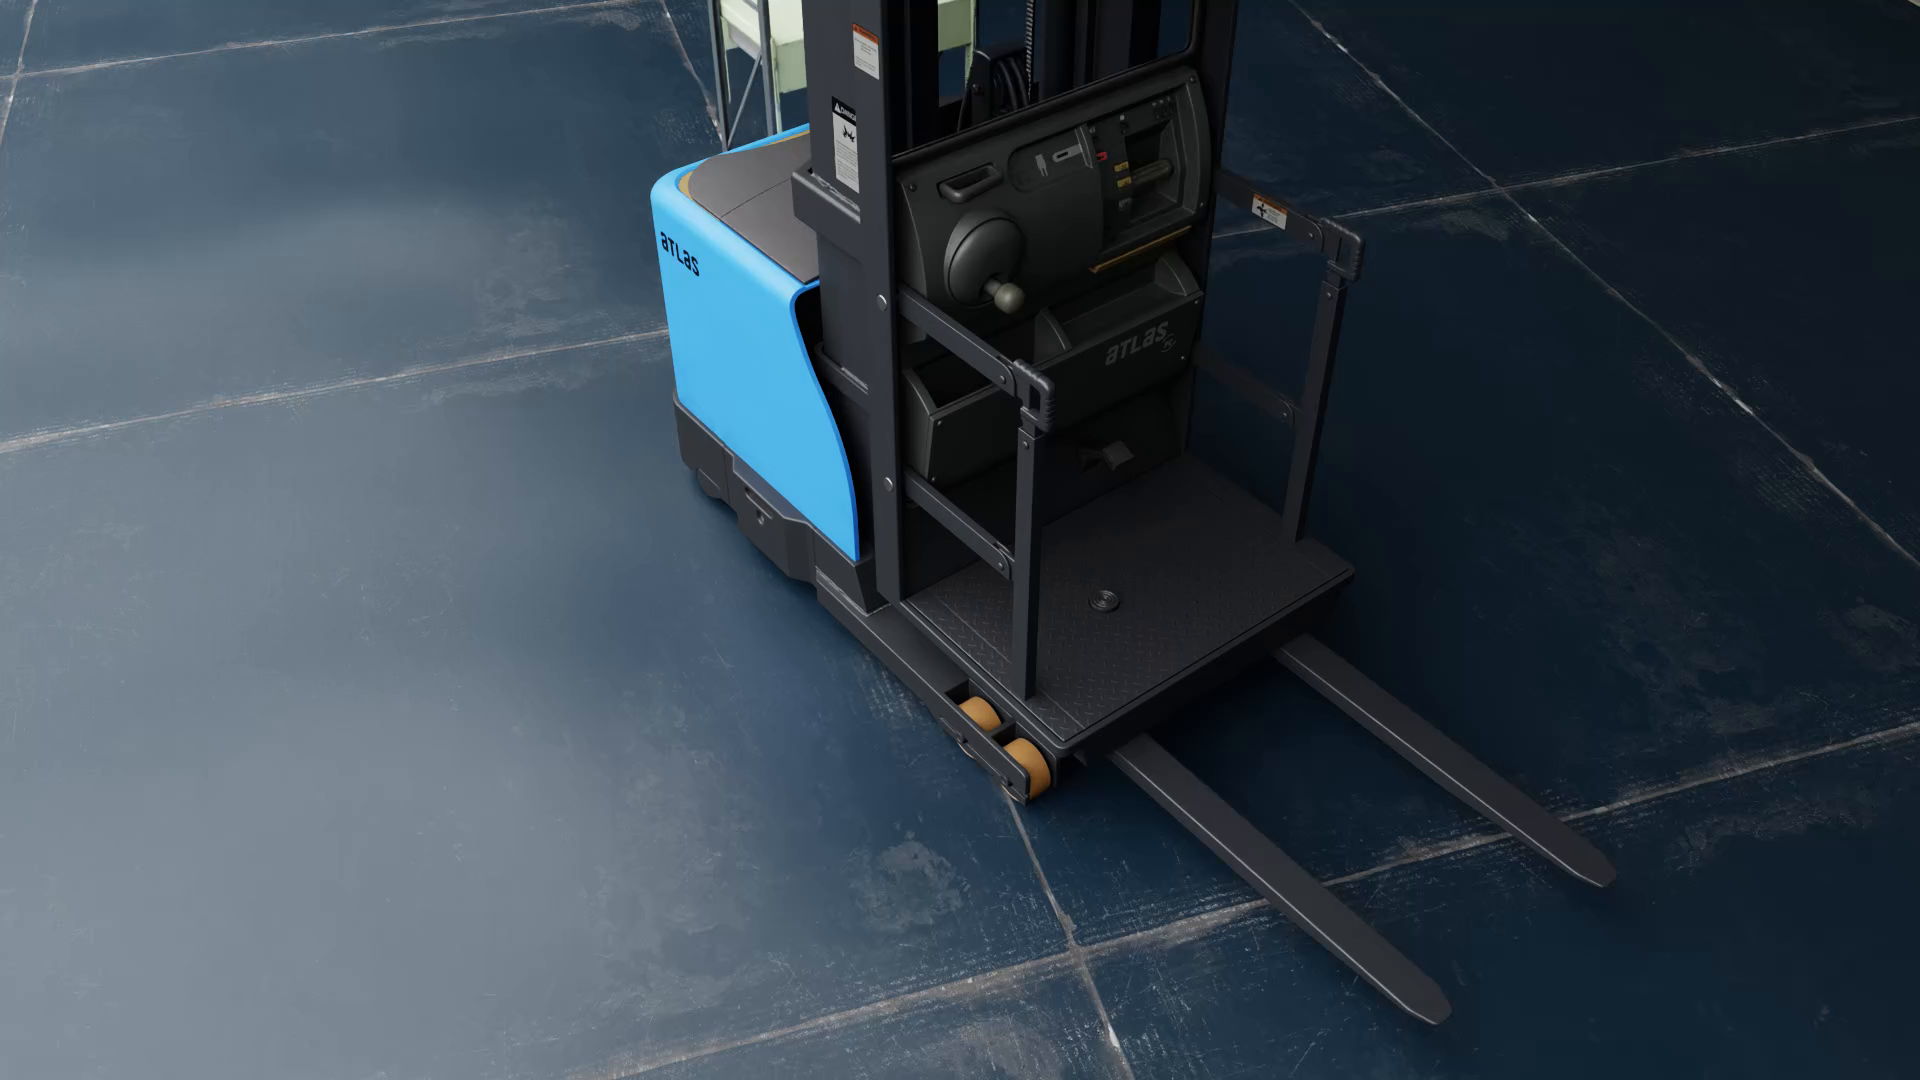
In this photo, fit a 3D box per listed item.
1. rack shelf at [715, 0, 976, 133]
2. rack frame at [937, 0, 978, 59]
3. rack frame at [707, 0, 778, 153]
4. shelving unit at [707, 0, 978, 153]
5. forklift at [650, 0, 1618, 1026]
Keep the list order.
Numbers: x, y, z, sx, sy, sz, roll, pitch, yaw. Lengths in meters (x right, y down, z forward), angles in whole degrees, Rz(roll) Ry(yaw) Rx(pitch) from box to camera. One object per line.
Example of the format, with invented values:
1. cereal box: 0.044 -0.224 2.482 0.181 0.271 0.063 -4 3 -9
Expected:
1. rack shelf: -0.366 -1.590 5.337 0.720 0.370 0.431 -23 46 -24
2. rack frame: -0.057 -1.424 5.740 0.023 1.500 0.400 -23 46 -24
3. rack frame: -0.676 -1.168 5.446 0.023 1.500 0.400 -23 46 -24
4. shelving unit: -0.366 -1.296 5.593 0.755 1.500 0.431 -23 46 -24
5. forklift: 0.386 -0.779 3.914 1.130 2.935 3.031 -27 48 -28
